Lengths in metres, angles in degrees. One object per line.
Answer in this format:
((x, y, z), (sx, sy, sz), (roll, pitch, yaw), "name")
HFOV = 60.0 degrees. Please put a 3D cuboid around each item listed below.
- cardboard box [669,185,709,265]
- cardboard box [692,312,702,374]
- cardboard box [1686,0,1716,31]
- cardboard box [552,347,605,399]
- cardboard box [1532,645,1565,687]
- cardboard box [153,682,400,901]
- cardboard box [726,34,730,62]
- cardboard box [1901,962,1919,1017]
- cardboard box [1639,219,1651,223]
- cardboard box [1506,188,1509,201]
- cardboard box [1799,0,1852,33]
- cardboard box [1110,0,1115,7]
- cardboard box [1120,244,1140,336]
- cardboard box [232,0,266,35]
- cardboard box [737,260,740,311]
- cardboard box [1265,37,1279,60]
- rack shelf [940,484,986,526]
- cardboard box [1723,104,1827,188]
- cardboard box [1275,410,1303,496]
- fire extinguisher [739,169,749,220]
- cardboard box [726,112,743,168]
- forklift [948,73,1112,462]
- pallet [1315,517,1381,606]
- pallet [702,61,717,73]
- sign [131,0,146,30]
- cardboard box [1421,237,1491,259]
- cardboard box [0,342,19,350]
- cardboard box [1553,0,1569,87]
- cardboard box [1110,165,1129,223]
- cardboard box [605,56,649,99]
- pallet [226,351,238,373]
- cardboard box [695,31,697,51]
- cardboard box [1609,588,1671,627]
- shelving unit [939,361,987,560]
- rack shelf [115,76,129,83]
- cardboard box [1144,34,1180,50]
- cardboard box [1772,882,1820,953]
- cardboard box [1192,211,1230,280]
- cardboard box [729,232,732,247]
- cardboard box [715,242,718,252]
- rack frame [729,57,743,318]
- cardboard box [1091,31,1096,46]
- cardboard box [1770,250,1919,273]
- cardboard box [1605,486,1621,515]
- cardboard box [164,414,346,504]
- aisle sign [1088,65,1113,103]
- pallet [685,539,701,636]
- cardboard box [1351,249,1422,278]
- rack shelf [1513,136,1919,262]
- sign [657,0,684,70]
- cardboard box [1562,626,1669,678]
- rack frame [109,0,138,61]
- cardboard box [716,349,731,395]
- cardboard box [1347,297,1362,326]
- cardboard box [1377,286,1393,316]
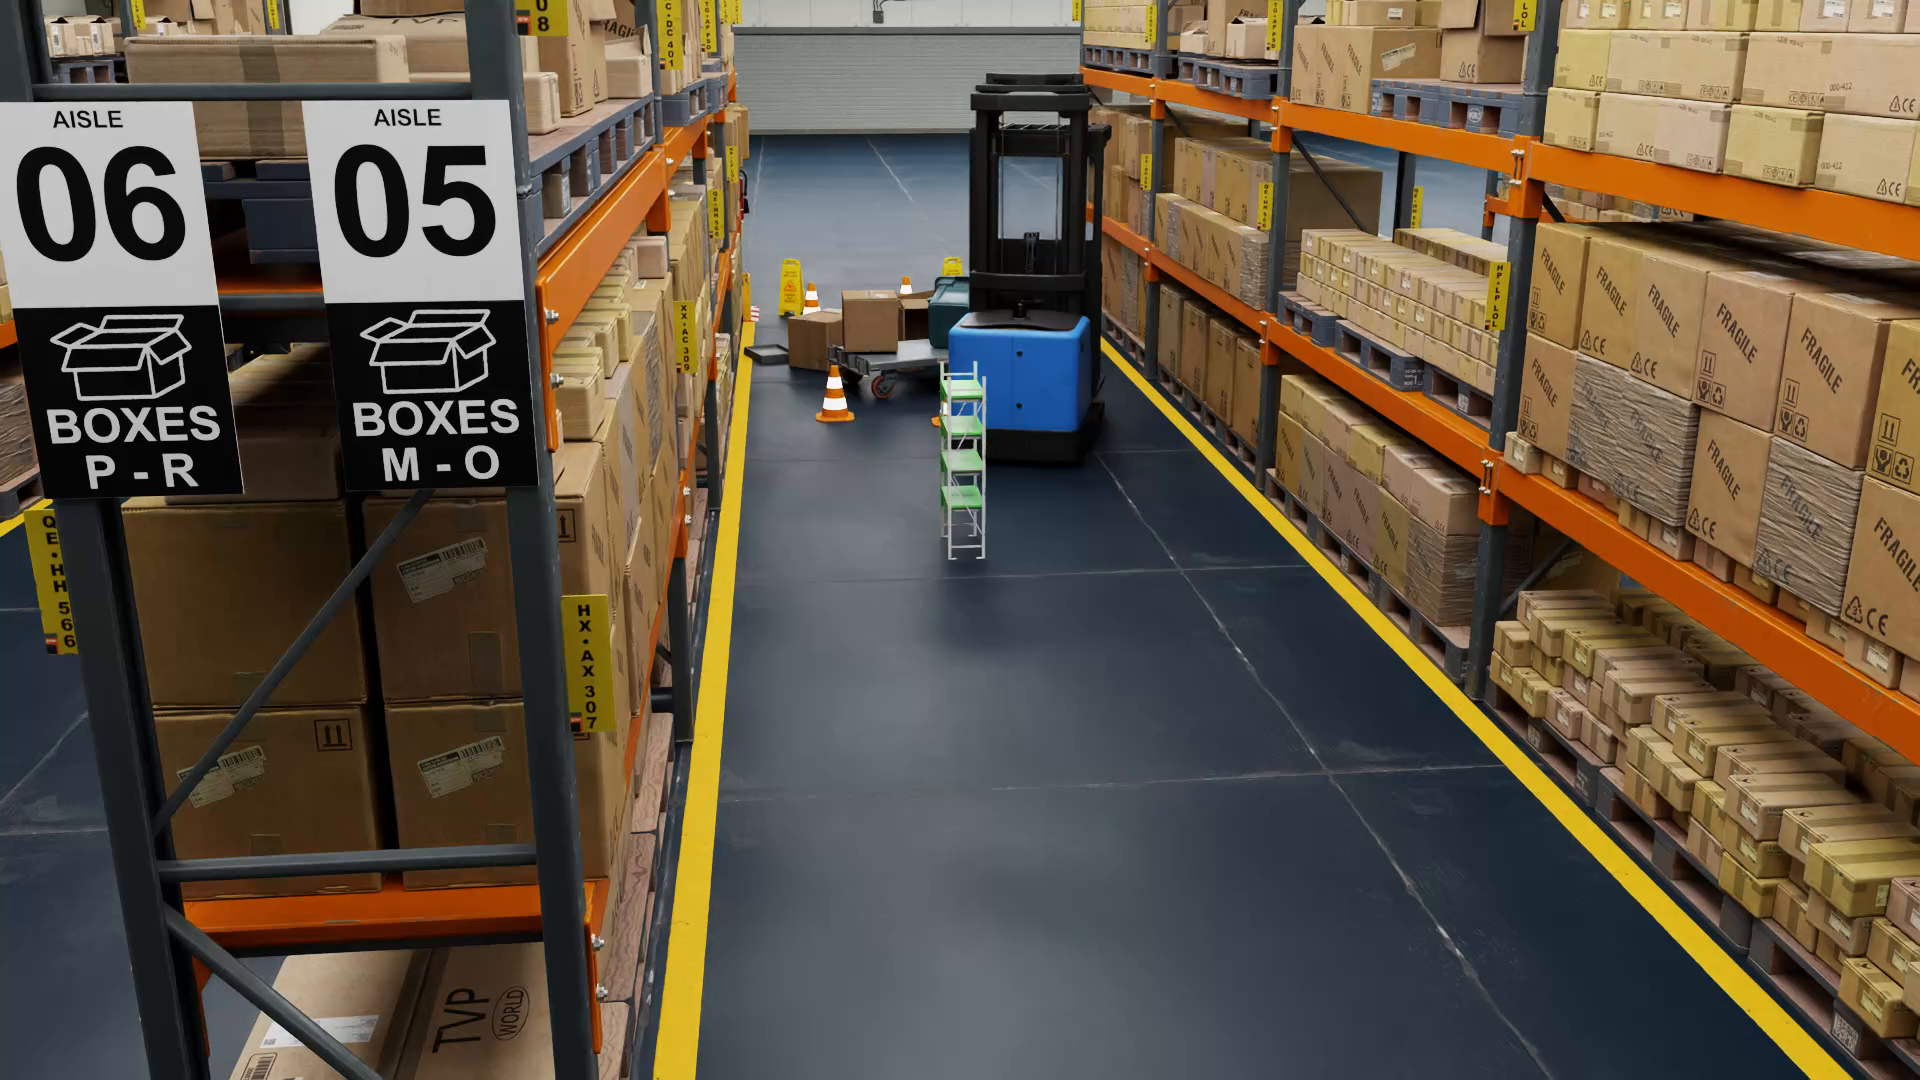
((-1.892, -2.019, 10.763), (0.500, 0.500, 0.500), (-2, 18, -7), "cardboard box")
((-1.665, -1.060, 8.963), (0.500, 0.250, 0.500), (-2, 17, -5), "cardboard box")
((3.015, -2.015, 6.330), (0.380, 0.149, 0.250), (-2, 18, -7), "cardboard box")
((-1.197, -0.440, 4.650), (0.380, 0.149, 0.250), (-2, 18, -7), "cardboard box")
((2.955, 0.577, 7.892), (0.380, 0.149, 0.250), (-2, 18, -5), "cardboard box")
((-1.693, 0.560, 4.217), (0.500, 0.500, 0.500), (-2, 18, -5), "cardboard box")
((-2.492, -4.776, 16.127), (0.500, 0.250, 0.500), (-2, 18, -5), "cardboard box")
((3.195, 1.430, 5.176), (0.380, 0.149, 0.250), (-2, 18, -7), "cardboard box")
((6.925, -3.073, 16.376), (0.380, 0.149, 0.250), (-2, 18, -6), "cardboard box")
((6.626, -4.042, 19.464), (0.380, 0.149, 0.250), (-2, 18, -6), "cardboard box")
((3.070, -1.777, 5.571), (0.380, 0.149, 0.250), (-2, 18, -7), "cardboard box")
((1.757, -5.582, 17.161), (0.380, 0.149, 0.250), (-2, 17, -5), "cardboard box")
((2.203, -2.659, 17.486), (0.875, 0.875, 0.875), (-2, 18, -5), "cardboard box")
((-7.679, -5.471, 17.554), (0.500, 0.500, 0.500), (-1, 17, -4), "cardboard box")
((-2.529, -2.576, 17.011), (0.500, 0.500, 0.500), (-1, 17, -3), "cardboard box")
((2.427, -3.562, 12.030), (0.380, 0.166, 0.250), (-2, 18, -6), "cardboard box")
((0.017, -0.233, 10.931), (0.258, 0.148, 0.480), (-2, 18, -6), "rack shelf")
((3.051, -1.384, 5.820), (0.500, 0.250, 0.500), (-1, 17, -3), "cardboard box")
((2.527, -0.612, 11.591), (0.500, 0.500, 0.500), (-3, 18, -8), "cardboard box")
((-2.584, -4.035, 19.150), (0.296, 0.674, 0.183), (-2, 18, -6), "fire extinguisher")
((-2.503, -3.939, 16.384), (0.700, 0.500, 0.500), (-2, 18, -7), "cardboard box")
((0.661, -2.402, 13.933), (1.130, 2.935, 3.031), (3, 18, 10), "forklift")
((2.910, 0.103, 10.496), (1.003, 0.211, 1.213), (-2, 18, -6), "pallet")
((-2.550, -3.677, 13.187), (1.213, 0.211, 1.003), (-2, 18, -6), "pallet")
((-7.016, -4.525, 14.185), (0.100, 0.325, 0.005), (-2, 18, -6), "sign")
((3.265, -1.902, 10.954), (0.380, 0.149, 0.250), (-1, 17, -4), "cardboard box")
((-7.417, -1.358, 13.758), (0.875, 0.625, 0.625), (-2, 18, -6), "cardboard box")
((3.191, -2.427, 8.023), (0.700, 0.500, 0.500), (-2, 18, -6), "cardboard box")
((2.073, -3.678, 17.635), (0.875, 0.550, 0.500), (-2, 18, -6), "cardboard box")
((-1.381, -1.748, 6.282), (0.380, 0.149, 0.250), (-1, 17, -4), "cardboard box")
((-7.595, -1.585, 15.873), (1.003, 0.211, 1.213), (-2, 18, -6), "pallet")
((-1.715, -2.808, 9.628), (0.396, 0.266, 0.258), (-2, 18, -7), "cardboard box")
((3.416, 0.343, 8.143), (0.380, 0.149, 0.250), (-1, 17, -4), "cardboard box")
((0.017, -0.523, 10.840), (0.258, 1.200, 0.503), (-2, 18, -6), "shelving unit")
((-7.761, -4.361, 16.253), (1.077, 0.370, 4.000), (-2, 18, -6), "rack shelf")
((1.940, -4.673, 15.596), (0.380, 0.149, 0.250), (-2, 18, -6), "cardboard box")
((3.164, 1.342, 5.953), (0.380, 0.149, 0.250), (-2, 18, -5), "cardboard box")
((2.236, -2.447, 13.795), (0.500, 0.500, 0.500), (-2, 17, -5), "cardboard box")
((-2.331, -2.815, 15.557), (0.380, 0.149, 0.250), (-2, 18, -6), "cardboard box")
((-2.199, -2.463, 13.733), (0.380, 0.149, 0.250), (-2, 18, -6), "cardboard box")
((-3.030, -4.023, 18.985), (1.000, 3.000, 0.127), (-2, 18, -6), "rack frame")
((1.652, -5.503, 18.242), (0.380, 0.149, 0.250), (-2, 18, -5), "cardboard box")
((3.535, -0.859, 6.574), (0.500, 0.500, 0.500), (-1, 17, -4), "cardboard box")
((3.027, -0.183, 7.172), (0.380, 0.149, 0.250), (-3, 18, -8), "cardboard box")
((-1.616, -0.191, 3.860), (0.380, 0.149, 0.250), (-2, 17, -5), "cardboard box")
((1.577, -5.459, 19.216), (0.394, 0.787, 0.004), (-2, 18, -6), "aisle sign")
((-2.076, 0.290, 9.899), (1.003, 0.211, 1.213), (-2, 18, -6), "pallet")
((2.671, -1.731, 10.408), (0.380, 0.149, 0.250), (-1, 17, -3), "cardboard box")
((3.327, -1.123, 5.940), (1.077, 0.370, 4.000), (-2, 18, -6), "rack shelf")
((-1.241, -2.181, 7.114), (0.100, 0.325, 0.005), (-2, 18, -6), "sign")
((2.995, 0.512, 7.605), (0.380, 0.149, 0.250), (-2, 18, -6), "cardboard box")
((-7.555, -5.539, 13.798), (1.000, 3.000, 0.127), (-2, 18, -6), "rack frame")
((-2.484, -1.408, 14.340), (0.950, 0.372, 0.625), (-1, 17, -2), "cardboard box")
((2.668, -1.444, 10.487), (0.380, 0.149, 0.250), (-1, 17, -4), "cardboard box")
((2.724, -1.431, 9.950), (0.380, 0.149, 0.250), (-1, 17, -4), "cardboard box")
